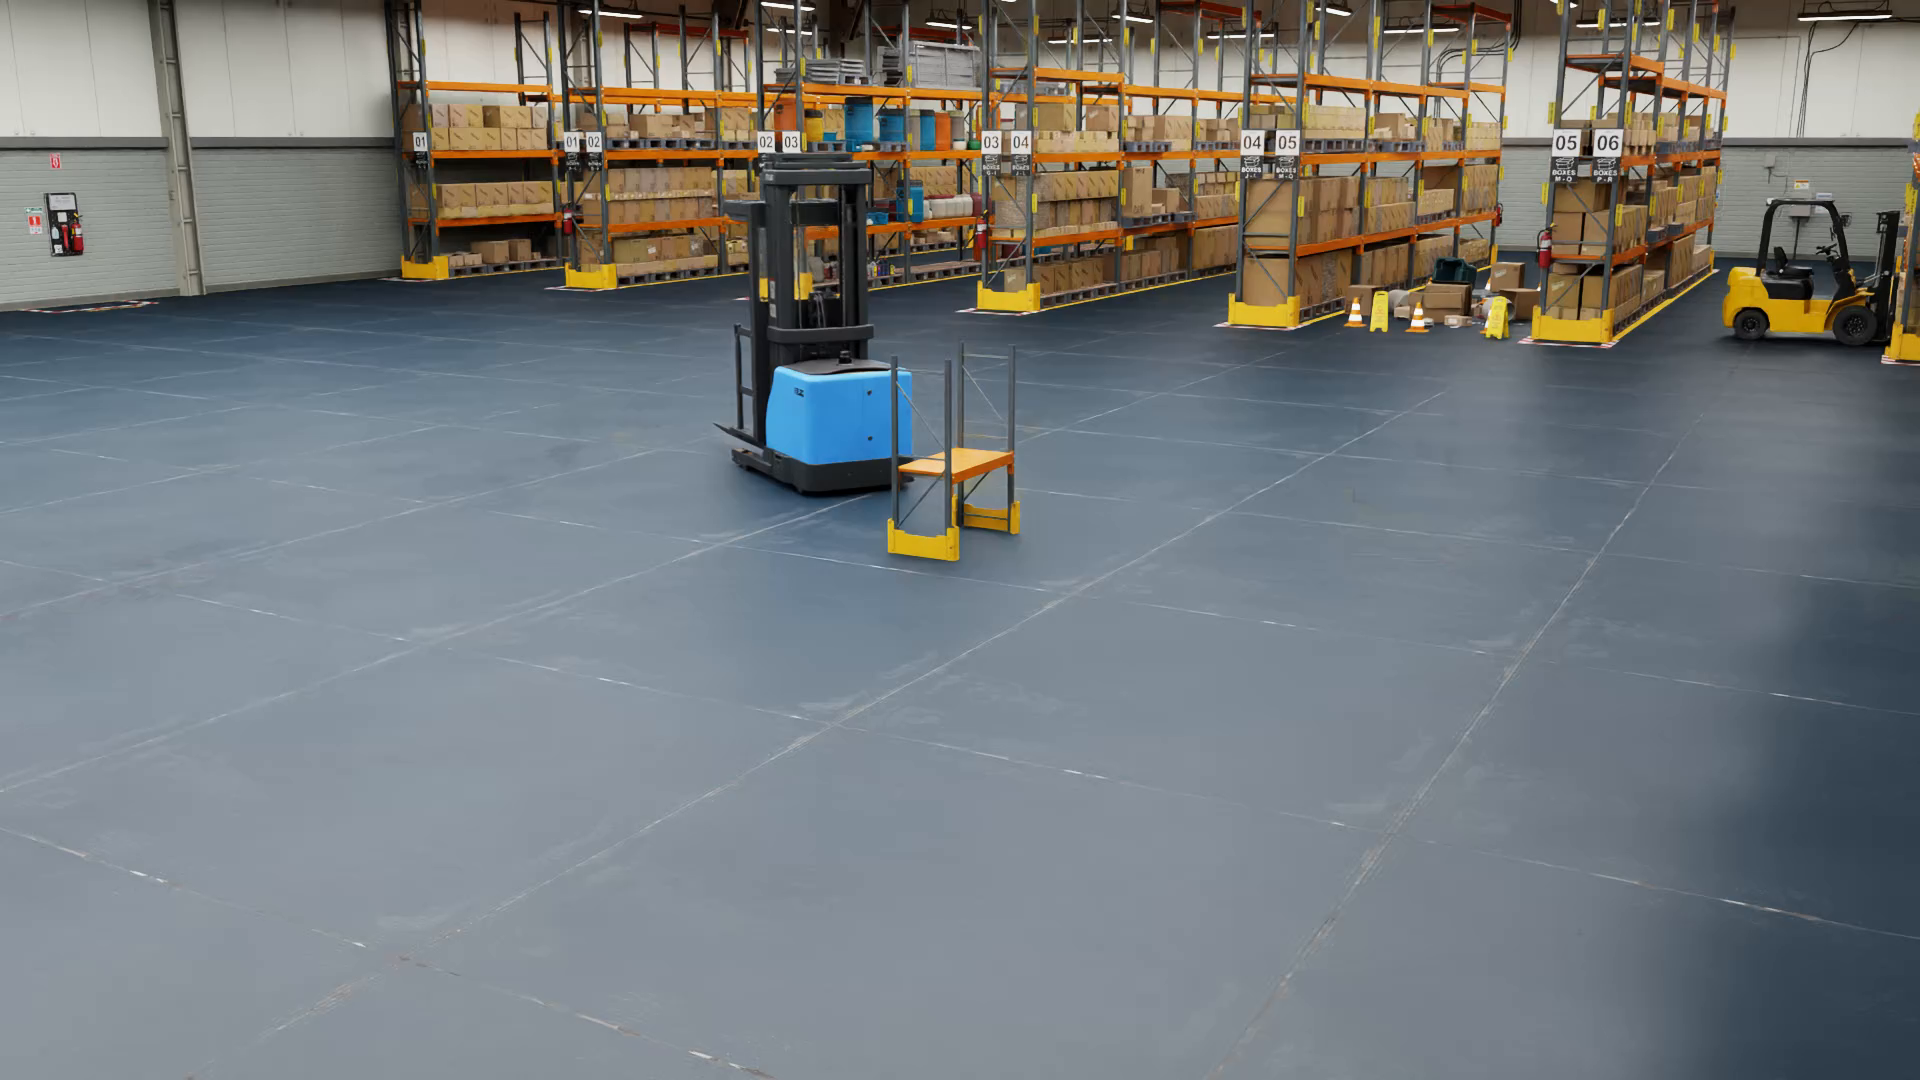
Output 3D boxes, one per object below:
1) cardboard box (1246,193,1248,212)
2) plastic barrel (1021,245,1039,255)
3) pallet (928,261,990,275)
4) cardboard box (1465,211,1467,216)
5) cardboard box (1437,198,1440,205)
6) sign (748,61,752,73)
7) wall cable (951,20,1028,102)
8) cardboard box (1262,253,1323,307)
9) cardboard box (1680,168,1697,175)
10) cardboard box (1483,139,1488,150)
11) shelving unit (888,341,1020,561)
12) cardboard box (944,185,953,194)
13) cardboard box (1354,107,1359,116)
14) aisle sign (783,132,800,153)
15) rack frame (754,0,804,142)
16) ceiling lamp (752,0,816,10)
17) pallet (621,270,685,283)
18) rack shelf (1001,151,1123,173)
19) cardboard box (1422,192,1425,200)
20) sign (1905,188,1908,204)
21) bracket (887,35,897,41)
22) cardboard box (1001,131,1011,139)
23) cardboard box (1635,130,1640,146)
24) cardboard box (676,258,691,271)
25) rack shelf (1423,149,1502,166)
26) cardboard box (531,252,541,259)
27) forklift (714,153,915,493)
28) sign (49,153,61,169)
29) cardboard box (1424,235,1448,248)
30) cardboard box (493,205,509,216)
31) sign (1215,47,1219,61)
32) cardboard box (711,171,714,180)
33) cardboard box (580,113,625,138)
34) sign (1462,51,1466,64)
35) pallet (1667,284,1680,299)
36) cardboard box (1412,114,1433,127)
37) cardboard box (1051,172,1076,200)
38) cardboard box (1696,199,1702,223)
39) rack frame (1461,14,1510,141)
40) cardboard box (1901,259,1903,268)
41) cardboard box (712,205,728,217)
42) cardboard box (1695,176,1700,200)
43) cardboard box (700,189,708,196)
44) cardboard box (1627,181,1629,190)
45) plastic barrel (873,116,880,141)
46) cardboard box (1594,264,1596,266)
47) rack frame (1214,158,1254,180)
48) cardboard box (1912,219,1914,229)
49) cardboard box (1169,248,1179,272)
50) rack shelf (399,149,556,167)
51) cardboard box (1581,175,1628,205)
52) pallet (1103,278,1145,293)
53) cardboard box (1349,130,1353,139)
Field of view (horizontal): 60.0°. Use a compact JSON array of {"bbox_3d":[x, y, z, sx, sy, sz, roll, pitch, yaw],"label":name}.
[{"bbox_3d":[6.674,-8.087,39.966,0.500,0.500,0.500,7,15,28],"label":"cardboard box"},{"bbox_3d":[1.706,-7.656,41.971,0.600,0.901,0.708,7,15,28],"label":"plastic barrel"},{"bbox_3d":[-0.016,-6.396,39.114,1.003,0.211,1.213,7,15,28],"label":"pallet"},{"bbox_3d":[11.657,-7.659,38.939,0.380,0.149,0.250,7,15,26],"label":"cardboard box"},{"bbox_3d":[10.301,-7.435,36.478,0.380,0.149,0.250,7,15,28],"label":"cardboard box"},{"bbox_3d":[-5.866,-13.199,46.421,0.100,0.325,0.005,7,15,28],"label":"sign"},{"bbox_3d":[1.002,-15.346,53.335,3.097,2.526,0.112,7,15,28],"label":"wall cable"},{"bbox_3d":[5.847,-4.620,29.433,0.875,0.875,0.875,7,15,27],"label":"cardboard box"},{"bbox_3d":[15.716,-7.928,35.789,0.380,0.149,0.250,7,15,27],"label":"cardboard box"},{"bbox_3d":[12.168,-9.349,39.331,0.500,0.250,0.500,8,16,31],"label":"cardboard box"},{"bbox_3d":[-0.037,-0.713,12.793,0.587,1.500,1.083,7,15,28],"label":"shelving unit"},{"bbox_3d":[-0.547,-9.827,47.181,0.500,0.500,0.500,8,15,28],"label":"cardboard box"},{"bbox_3d":[6.945,-7.704,29.913,0.380,0.149,0.250,7,15,28],"label":"cardboard box"},{"bbox_3d":[-3.254,-7.481,32.116,0.394,0.787,0.004,7,15,28],"label":"aisle sign"},{"bbox_3d":[-3.475,-9.181,31.917,1.000,3.000,0.127,7,15,28],"label":"rack frame"},{"bbox_3d":[-3.577,-13.067,35.580,0.800,3.185,2.000,7,15,28],"label":"ceiling lamp"},{"bbox_3d":[-6.886,-5.882,36.983,1.003,0.211,1.213,7,15,28],"label":"pallet"},{"bbox_3d":[1.827,-7.223,31.727,1.077,0.370,4.000,7,15,28],"label":"rack shelf"},{"bbox_3d":[9.664,-7.312,35.333,0.380,0.149,0.250,7,15,28],"label":"cardboard box"},{"bbox_3d":[19.205,-6.962,33.665,0.100,0.325,0.005,7,15,28],"label":"sign"},{"bbox_3d":[-2.208,-16.519,54.674,0.235,0.232,0.430,7,15,28],"label":"bracket"},{"bbox_3d":[0.722,-7.375,30.295,0.380,0.149,0.250,7,15,28],"label":"cardboard box"},{"bbox_3d":[10.492,-6.395,26.444,0.500,0.250,0.500,8,16,30],"label":"cardboard box"},{"bbox_3d":[-6.388,-6.189,37.278,0.500,0.250,0.500,7,15,28],"label":"cardboard box"},{"bbox_3d":[11.921,-9.102,39.522,1.077,0.370,4.000,7,15,28],"label":"rack shelf"},{"bbox_3d":[-10.446,-6.931,40.491,0.380,0.166,0.250,5,15,21],"label":"cardboard box"},{"bbox_3d":[-1.536,-2.137,15.645,1.130,2.935,3.031,-7,15,-27],"label":"forklift"},{"bbox_3d":[-16.786,-7.032,30.855,0.001,0.298,0.199,7,15,28],"label":"sign"},{"bbox_3d":[10.556,-6.651,37.060,0.500,0.250,0.500,8,16,31],"label":"cardboard box"},{"bbox_3d":[-10.898,-7.704,38.866,0.500,0.250,0.500,8,15,29],"label":"cardboard box"},{"bbox_3d":[6.188,-11.681,39.955,0.100,0.325,0.005,7,15,28],"label":"sign"},{"bbox_3d":[-7.097,-9.979,45.535,0.500,0.250,0.500,7,15,27],"label":"cardboard box"},{"bbox_3d":[-7.528,-8.725,35.009,0.797,0.503,0.637,9,16,32],"label":"cardboard box"},{"bbox_3d":[12.413,-11.874,40.925,0.100,0.325,0.005,7,15,28],"label":"sign"},{"bbox_3d":[13.850,-5.020,33.405,1.003,0.211,1.213,7,15,28],"label":"pallet"},{"bbox_3d":[9.707,-8.799,34.884,0.396,0.266,0.258,7,15,28],"label":"cardboard box"},{"bbox_3d":[1.853,-6.670,31.317,0.500,0.500,0.500,7,15,28],"label":"cardboard box"},{"bbox_3d":[15.793,-7.158,36.112,0.500,0.500,0.500,8,16,30],"label":"cardboard box"},{"bbox_3d":[12.888,-11.320,40.788,1.000,3.000,0.127,7,15,28],"label":"rack frame"},{"bbox_3d":[20.289,-5.792,35.097,0.700,0.500,0.500,7,15,26],"label":"cardboard box"},{"bbox_3d":[-5.676,-7.681,38.812,0.500,0.250,0.500,9,16,32],"label":"cardboard box"},{"bbox_3d":[15.340,-7.458,35.220,0.500,0.500,0.500,8,16,30],"label":"cardboard box"},{"bbox_3d":[-5.941,-7.881,37.726,0.380,0.149,0.250,7,15,27],"label":"cardboard box"},{"bbox_3d":[11.928,-6.436,30.203,0.380,0.149,0.250,7,15,26],"label":"cardboard box"},{"bbox_3d":[-1.922,-8.736,35.336,0.421,0.512,0.421,0,14,0],"label":"plastic barrel"},{"bbox_3d":[10.588,-4.734,28.257,0.380,0.149,0.250,8,16,30],"label":"cardboard box"},{"bbox_3d":[6.662,-8.166,40.504,1.000,3.000,0.127,7,15,28],"label":"rack frame"},{"bbox_3d":[13.902,-4.542,23.876,0.380,0.149,0.250,8,16,29],"label":"cardboard box"},{"bbox_3d":[4.421,-6.204,36.762,0.700,0.500,0.500,6,15,25],"label":"cardboard box"},{"bbox_3d":[-11.181,-8.906,38.711,1.077,0.370,4.000,7,15,28],"label":"rack shelf"},{"bbox_3d":[11.067,-6.015,28.603,0.700,0.500,0.500,7,15,27],"label":"cardboard box"},{"bbox_3d":[3.169,-5.329,34.686,1.003,0.211,1.213,7,15,28],"label":"pallet"},{"bbox_3d":[6.822,-7.262,29.783,0.380,0.149,0.250,7,15,28],"label":"cardboard box"}]
